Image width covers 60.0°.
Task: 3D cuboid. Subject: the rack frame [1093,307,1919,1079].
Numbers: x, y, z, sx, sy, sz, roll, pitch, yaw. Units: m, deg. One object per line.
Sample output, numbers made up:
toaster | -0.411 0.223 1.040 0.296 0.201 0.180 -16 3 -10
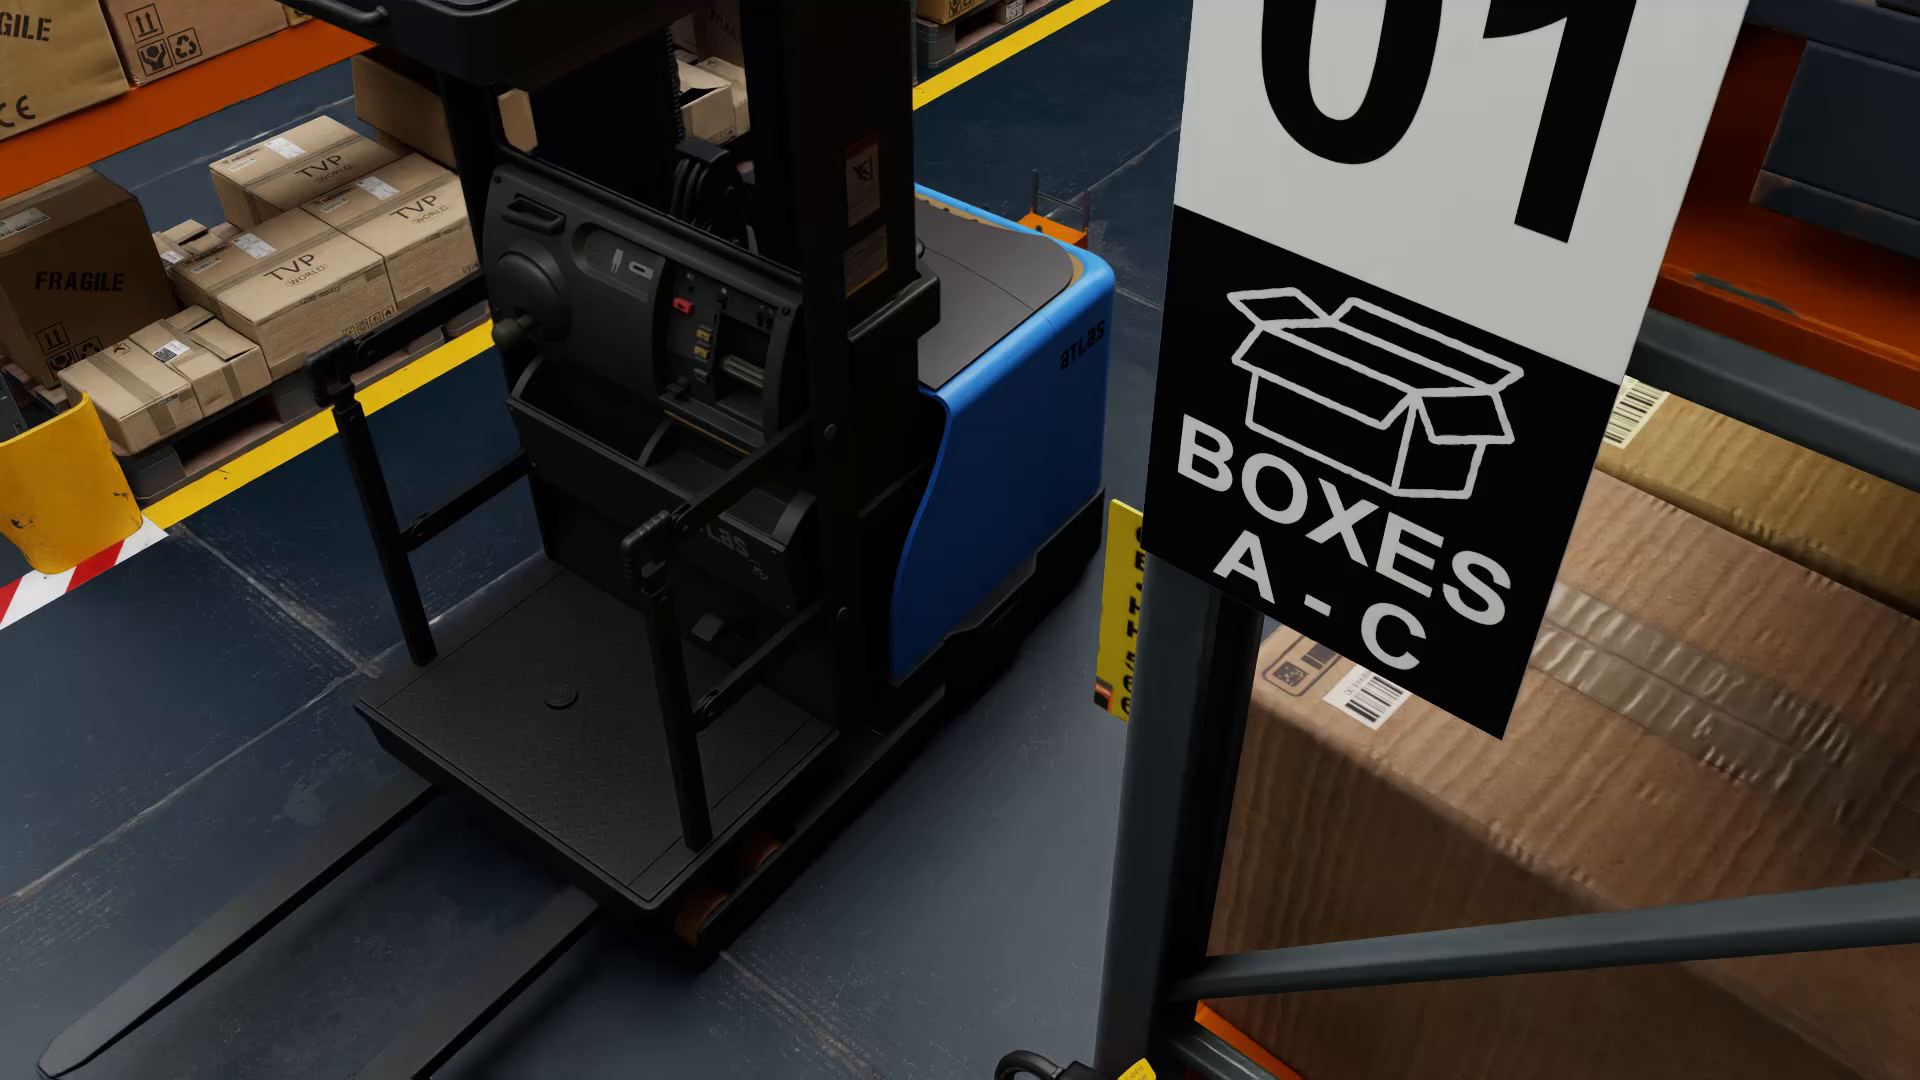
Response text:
rack frame | 0.605 0.854 2.081 0.949 2.616 0.053 29 50 28

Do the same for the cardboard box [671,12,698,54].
cardboard box | -1.048 -2.392 7.323 0.500 0.311 0.500 29 50 28

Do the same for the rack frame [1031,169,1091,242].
rack frame | 0.295 -0.659 5.195 0.200 1.050 0.008 27 49 26

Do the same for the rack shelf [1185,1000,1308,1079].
rack shelf | 1.895 0.092 3.454 1.077 0.370 4.000 29 50 28

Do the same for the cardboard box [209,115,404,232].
cardboard box | -2.391 -1.295 6.162 0.500 0.250 0.500 29 50 28

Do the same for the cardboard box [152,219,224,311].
cardboard box | -2.695 -0.958 5.853 0.380 0.166 0.250 29 50 28

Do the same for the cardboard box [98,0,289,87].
cardboard box | -2.371 -1.706 4.823 0.500 0.500 0.500 29 50 28

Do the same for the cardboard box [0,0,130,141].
cardboard box | -2.699 -1.438 4.528 0.500 0.500 0.500 31 50 29

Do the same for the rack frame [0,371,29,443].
rack frame | -3.186 -1.287 4.436 1.000 3.000 0.127 29 50 28

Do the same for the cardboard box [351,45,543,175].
cardboard box | -1.817 -1.616 6.327 0.797 0.503 0.637 29 50 28

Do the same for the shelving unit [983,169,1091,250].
shelving unit | 0.222 -0.594 5.123 0.215 1.050 0.252 27 49 26

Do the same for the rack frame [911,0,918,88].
rack frame | -0.612 -3.347 6.701 1.000 3.000 0.127 29 50 28

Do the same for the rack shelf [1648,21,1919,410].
rack shelf | 1.895 -1.018 2.445 1.077 0.370 4.000 29 50 28

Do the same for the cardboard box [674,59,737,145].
cardboard box | -1.244 -1.712 6.575 0.500 0.311 0.500 29 50 28

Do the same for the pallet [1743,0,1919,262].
pallet | 1.077 -0.608 1.525 1.003 0.211 1.213 29 50 28

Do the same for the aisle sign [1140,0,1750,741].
aisle sign | 0.332 -0.199 1.307 0.394 0.787 0.004 29 50 28

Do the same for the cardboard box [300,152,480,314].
cardboard box | -1.976 -1.105 5.952 0.500 0.250 0.500 29 50 28

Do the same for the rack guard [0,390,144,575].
rack guard | -3.137 -0.401 5.320 1.175 0.500 0.348 29 50 28

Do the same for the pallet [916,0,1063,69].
pallet | -0.117 -2.750 8.118 1.003 0.211 1.213 29 50 28

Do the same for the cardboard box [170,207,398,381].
cardboard box | -2.297 -0.847 5.669 0.500 0.250 0.500 29 50 28

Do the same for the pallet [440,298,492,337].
pallet | -1.840 -1.331 6.557 1.003 0.211 1.213 29 50 28

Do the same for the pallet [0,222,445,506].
pallet | -2.625 -0.705 5.869 1.003 0.211 1.213 29 50 28

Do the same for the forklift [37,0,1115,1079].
forklift | -0.852 -0.446 3.562 1.130 2.935 3.031 27 49 26

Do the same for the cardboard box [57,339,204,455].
cardboard box | -2.654 -0.462 5.320 0.380 0.149 0.250 29 50 28

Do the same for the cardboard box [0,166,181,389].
cardboard box | -3.025 -0.912 5.554 0.500 0.500 0.500 29 50 28

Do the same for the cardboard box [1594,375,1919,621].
cardboard box | 1.388 0.098 2.689 0.980 0.700 0.700 29 50 28

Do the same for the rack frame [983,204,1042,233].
rack frame | 0.148 -0.528 5.050 0.200 1.050 0.008 27 49 26

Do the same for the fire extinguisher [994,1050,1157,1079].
fire extinguisher | 0.157 0.900 2.365 0.296 0.674 0.183 29 50 28

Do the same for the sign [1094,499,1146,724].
sign | 0.201 0.097 1.876 0.100 0.325 0.005 29 50 28

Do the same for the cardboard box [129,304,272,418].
cardboard box | -2.493 -0.597 5.456 0.380 0.166 0.250 29 50 28

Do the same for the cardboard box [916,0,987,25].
cardboard box | -0.114 -2.728 7.552 0.500 0.500 0.500 27 49 27

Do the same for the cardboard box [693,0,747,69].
cardboard box | -0.762 -2.169 6.936 0.500 0.500 0.500 29 50 28

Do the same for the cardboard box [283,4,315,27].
cardboard box | -2.046 -1.964 5.106 0.500 0.500 0.500 29 50 28

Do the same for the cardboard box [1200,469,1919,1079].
cardboard box | 0.928 0.478 2.272 0.980 0.700 0.700 32 51 30

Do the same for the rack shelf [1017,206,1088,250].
rack shelf | 0.222 -0.796 4.939 0.215 0.259 0.240 27 49 26

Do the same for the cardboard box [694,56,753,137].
cardboard box | -0.957 -1.820 6.814 0.380 0.149 0.250 29 50 28

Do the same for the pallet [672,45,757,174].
pallet | -1.055 -1.962 7.251 1.003 0.211 1.213 29 50 28
